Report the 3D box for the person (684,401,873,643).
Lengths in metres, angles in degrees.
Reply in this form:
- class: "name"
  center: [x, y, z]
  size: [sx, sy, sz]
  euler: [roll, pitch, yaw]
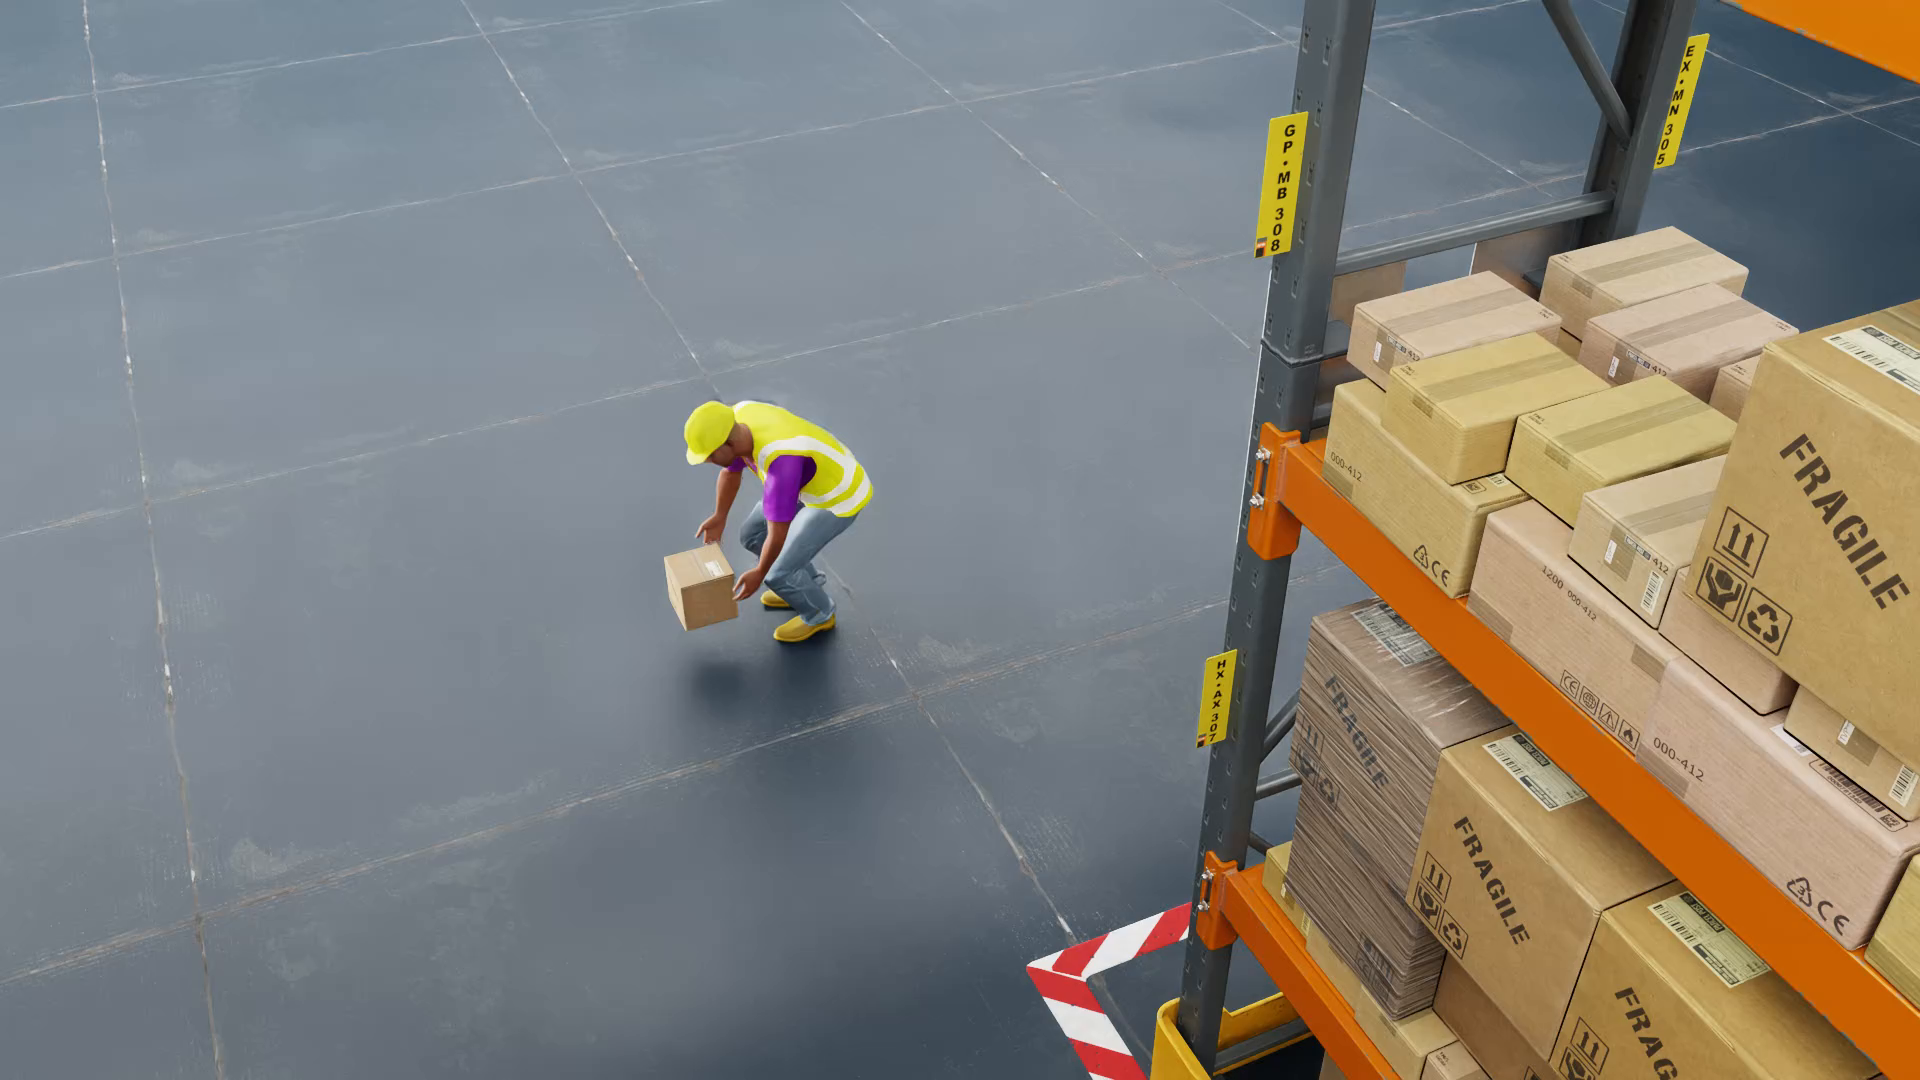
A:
- class: "person"
  center: [-0.784, -0.125, 7.400]
  size: [0.813, 1.288, 0.628]
  euler: [-16, 40, -20]
